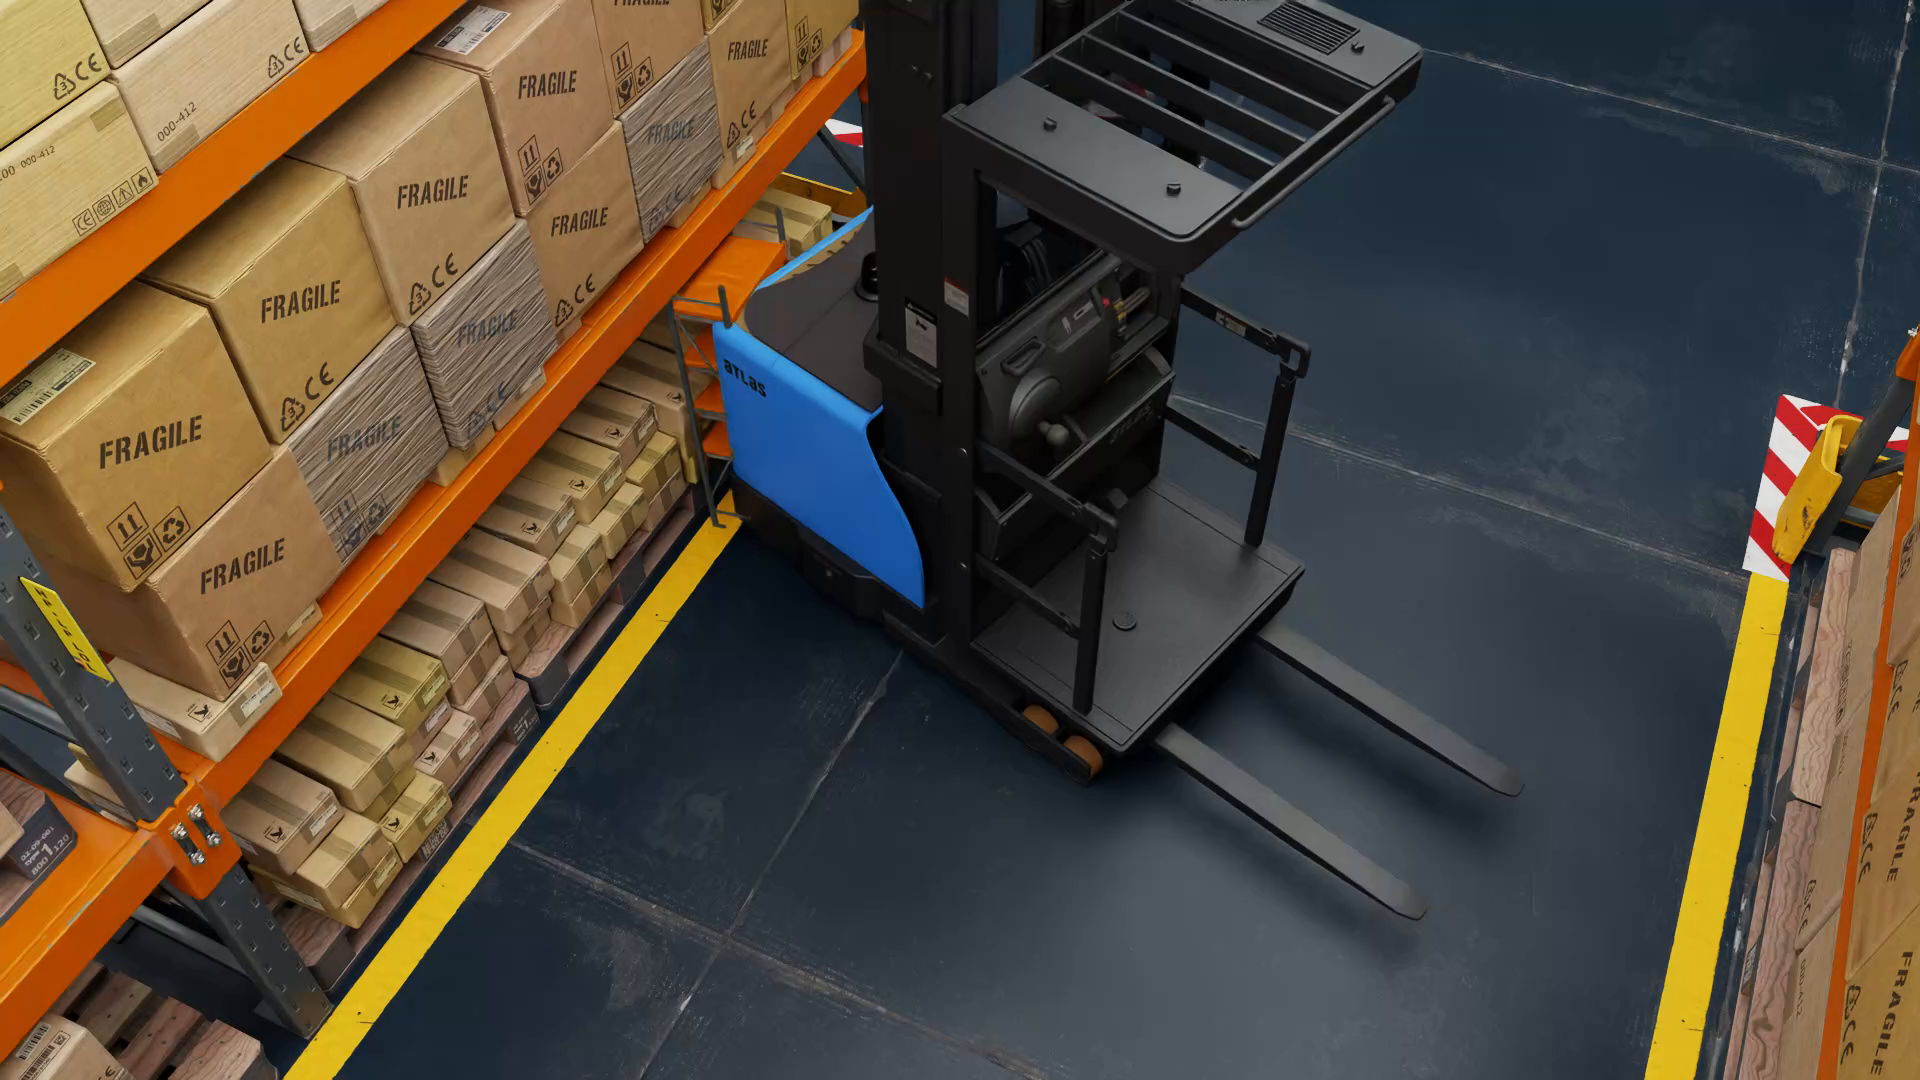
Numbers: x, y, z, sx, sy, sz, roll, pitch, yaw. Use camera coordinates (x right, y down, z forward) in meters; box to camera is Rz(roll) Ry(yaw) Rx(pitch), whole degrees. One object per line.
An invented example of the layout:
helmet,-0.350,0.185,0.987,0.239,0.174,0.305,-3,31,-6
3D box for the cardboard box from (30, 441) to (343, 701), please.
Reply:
cardboard box,-2.029,0.010,4.326,0.500,0.500,0.500,19,52,15

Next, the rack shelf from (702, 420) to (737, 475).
rack shelf,-0.798,-0.437,6.465,0.258,0.148,0.480,12,47,15

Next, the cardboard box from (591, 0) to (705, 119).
cardboard box,-1.161,-1.703,5.127,0.500,0.500,0.500,22,53,18

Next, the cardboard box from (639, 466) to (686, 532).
cardboard box,-1.286,-0.222,6.381,0.380,0.149,0.250,21,53,17

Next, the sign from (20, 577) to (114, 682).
sign,-1.965,0.201,3.664,0.100,0.325,0.005,20,52,16

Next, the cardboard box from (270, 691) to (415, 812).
cardboard box,-1.963,0.653,5.246,0.380,0.149,0.250,22,53,18

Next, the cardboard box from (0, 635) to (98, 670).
cardboard box,-2.558,0.207,4.585,0.380,0.149,0.250,19,52,16

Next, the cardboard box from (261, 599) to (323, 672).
cardboard box,-2.008,0.189,4.600,0.380,0.149,0.250,21,53,17

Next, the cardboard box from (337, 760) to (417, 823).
cardboard box,-1.997,0.740,5.366,0.380,0.149,0.250,20,53,16

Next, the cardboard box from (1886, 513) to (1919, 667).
cardboard box,2.870,0.091,4.452,0.500,0.500,0.500,20,52,16

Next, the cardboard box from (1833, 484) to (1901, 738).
cardboard box,3.568,0.366,5.691,0.875,0.438,0.875,18,52,15

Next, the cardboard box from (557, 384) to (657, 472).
cardboard box,-1.357,-0.434,6.171,0.380,0.149,0.250,18,52,15

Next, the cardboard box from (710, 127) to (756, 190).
cardboard box,-0.965,-1.439,5.985,0.380,0.149,0.250,21,53,17

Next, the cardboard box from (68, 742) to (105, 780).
cardboard box,-2.552,0.663,5.237,0.380,0.149,0.250,21,53,17

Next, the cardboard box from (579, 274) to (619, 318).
cardboard box,-1.372,-0.912,5.537,0.380,0.149,0.250,21,53,17

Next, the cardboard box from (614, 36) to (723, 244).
cardboard box,-1.151,-1.387,5.515,0.500,0.500,0.500,20,52,16

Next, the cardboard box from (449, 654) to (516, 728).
cardboard box,-1.786,0.477,5.786,0.380,0.149,0.250,19,52,15

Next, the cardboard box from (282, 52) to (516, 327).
cardboard box,-1.604,-0.985,4.516,0.500,0.500,0.500,21,53,17

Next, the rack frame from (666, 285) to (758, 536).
rack frame,-0.890,-0.460,6.116,0.240,1.200,0.015,12,47,15

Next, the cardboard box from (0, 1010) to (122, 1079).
cardboard box,-2.558,1.424,4.257,0.500,0.250,0.500,19,52,15

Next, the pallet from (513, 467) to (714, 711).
pallet,-1.693,-0.015,6.440,1.003,0.211,1.213,20,52,16

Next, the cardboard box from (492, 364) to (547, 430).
cardboard box,-1.533,-0.532,5.213,0.380,0.149,0.250,22,53,18

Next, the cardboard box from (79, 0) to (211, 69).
cardboard box,-1.828,-1.282,3.488,0.500,0.250,0.500,20,52,16

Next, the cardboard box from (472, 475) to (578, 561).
cardboard box,-1.584,-0.088,5.876,0.380,0.149,0.250,18,52,15

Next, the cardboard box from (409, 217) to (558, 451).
cardboard box,-1.576,-0.668,4.903,0.500,0.500,0.500,19,52,15

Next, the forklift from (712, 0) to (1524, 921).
forklift,0.543,-0.561,5.118,3.031,2.935,1.130,34,58,26

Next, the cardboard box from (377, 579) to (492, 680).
cardboard box,-1.808,0.276,5.567,0.380,0.149,0.250,19,52,15

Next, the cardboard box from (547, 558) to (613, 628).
cardboard box,-1.505,0.133,6.079,0.380,0.149,0.250,19,52,15

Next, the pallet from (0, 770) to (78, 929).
pallet,-2.926,0.939,3.922,1.003,0.211,1.213,20,52,16

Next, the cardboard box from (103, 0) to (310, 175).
cardboard box,-1.826,-1.106,3.666,0.500,0.250,0.500,19,52,16

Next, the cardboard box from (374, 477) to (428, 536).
cardboard box,-1.821,-0.197,4.928,0.380,0.149,0.250,18,52,14

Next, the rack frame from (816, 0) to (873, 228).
rack frame,-0.759,-2.356,6.601,1.000,3.000,0.127,20,52,16

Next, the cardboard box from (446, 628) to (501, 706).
cardboard box,-1.808,0.376,5.676,0.380,0.149,0.250,17,52,14

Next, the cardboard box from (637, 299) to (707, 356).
cardboard box,-1.080,-0.783,6.467,0.380,0.149,0.250,18,52,15

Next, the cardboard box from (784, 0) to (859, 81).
cardboard box,-0.719,-2.092,6.115,0.500,0.500,0.500,21,53,17

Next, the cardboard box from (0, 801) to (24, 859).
cardboard box,-2.459,0.681,3.905,0.380,0.149,0.250,19,52,15

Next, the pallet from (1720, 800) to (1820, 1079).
pallet,2.966,1.501,5.149,1.003,0.211,1.213,20,52,16

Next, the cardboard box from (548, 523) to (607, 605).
cardboard box,-1.504,0.041,5.961,0.380,0.149,0.250,19,52,16

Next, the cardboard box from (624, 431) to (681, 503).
cardboard box,-1.283,-0.319,6.268,0.380,0.149,0.250,22,53,18

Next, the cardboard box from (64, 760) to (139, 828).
cardboard box,-2.621,0.769,5.342,0.380,0.149,0.250,21,53,17

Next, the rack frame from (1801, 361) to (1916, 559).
rack frame,3.759,-0.815,5.289,1.000,3.000,0.127,20,52,16

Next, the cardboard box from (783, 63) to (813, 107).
cardboard box,-0.783,-1.799,6.292,0.380,0.149,0.250,20,52,16

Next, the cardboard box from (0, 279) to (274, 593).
cardboard box,-2.055,-0.286,3.922,0.500,0.500,0.500,21,53,17

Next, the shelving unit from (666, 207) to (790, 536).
shelving unit,-0.810,-0.626,6.277,0.258,1.200,0.503,12,47,15

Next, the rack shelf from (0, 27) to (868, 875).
rack shelf,-1.614,-0.746,5.703,1.077,0.370,4.000,20,52,16

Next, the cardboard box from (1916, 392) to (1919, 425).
cardboard box,3.295,-0.611,5.050,0.500,0.500,0.500,19,52,16

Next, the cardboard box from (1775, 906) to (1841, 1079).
cardboard box,2.798,1.619,4.624,0.875,0.438,0.875,18,52,15

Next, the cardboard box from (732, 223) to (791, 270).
cardboard box,-0.916,-1.160,6.788,0.380,0.149,0.250,21,53,17

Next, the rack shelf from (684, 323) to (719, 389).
rack shelf,-0.818,-0.736,6.167,0.258,0.148,0.480,12,47,15

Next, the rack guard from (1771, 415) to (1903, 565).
rack guard,3.770,-0.022,6.255,1.175,0.500,0.348,20,52,16

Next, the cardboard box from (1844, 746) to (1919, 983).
cardboard box,2.434,0.797,3.852,0.500,0.500,0.500,19,52,16

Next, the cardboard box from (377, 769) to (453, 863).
cardboard box,-1.909,0.856,5.463,0.380,0.149,0.250,21,53,17
